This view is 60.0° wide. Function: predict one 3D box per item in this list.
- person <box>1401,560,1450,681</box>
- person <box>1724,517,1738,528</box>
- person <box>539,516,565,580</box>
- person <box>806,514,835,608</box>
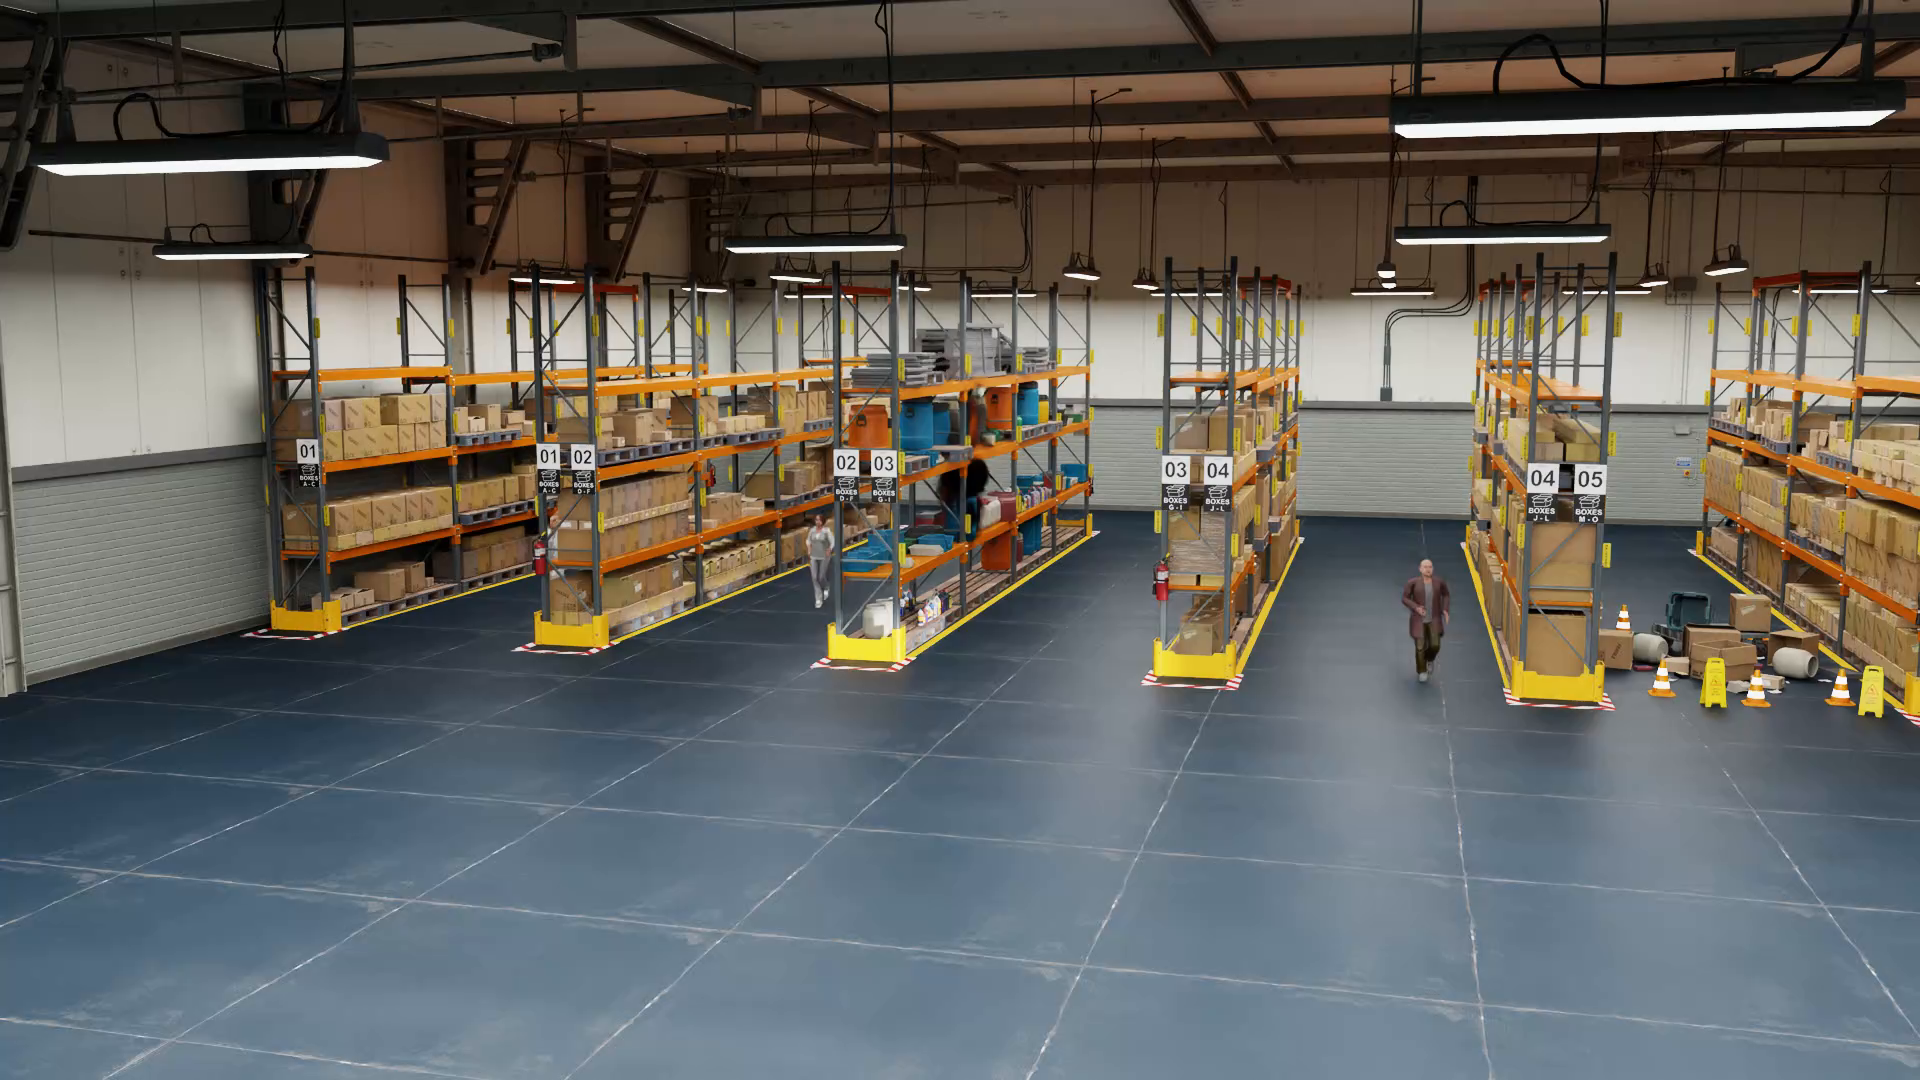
[{"bbox_3d":[6.640,1.250,23.685,0.702,1.532,0.628,1,7,6],"label":"person"},{"bbox_3d":[17.709,-0.589,37.920,0.547,1.594,0.798,-7,10,-42],"label":"person"},{"bbox_3d":[-7.123,0.444,29.188,0.711,1.722,0.884,1,7,10],"label":"person"},{"bbox_3d":[-2.404,0.337,28.474,0.541,1.586,0.595,1,7,10],"label":"person"}]
